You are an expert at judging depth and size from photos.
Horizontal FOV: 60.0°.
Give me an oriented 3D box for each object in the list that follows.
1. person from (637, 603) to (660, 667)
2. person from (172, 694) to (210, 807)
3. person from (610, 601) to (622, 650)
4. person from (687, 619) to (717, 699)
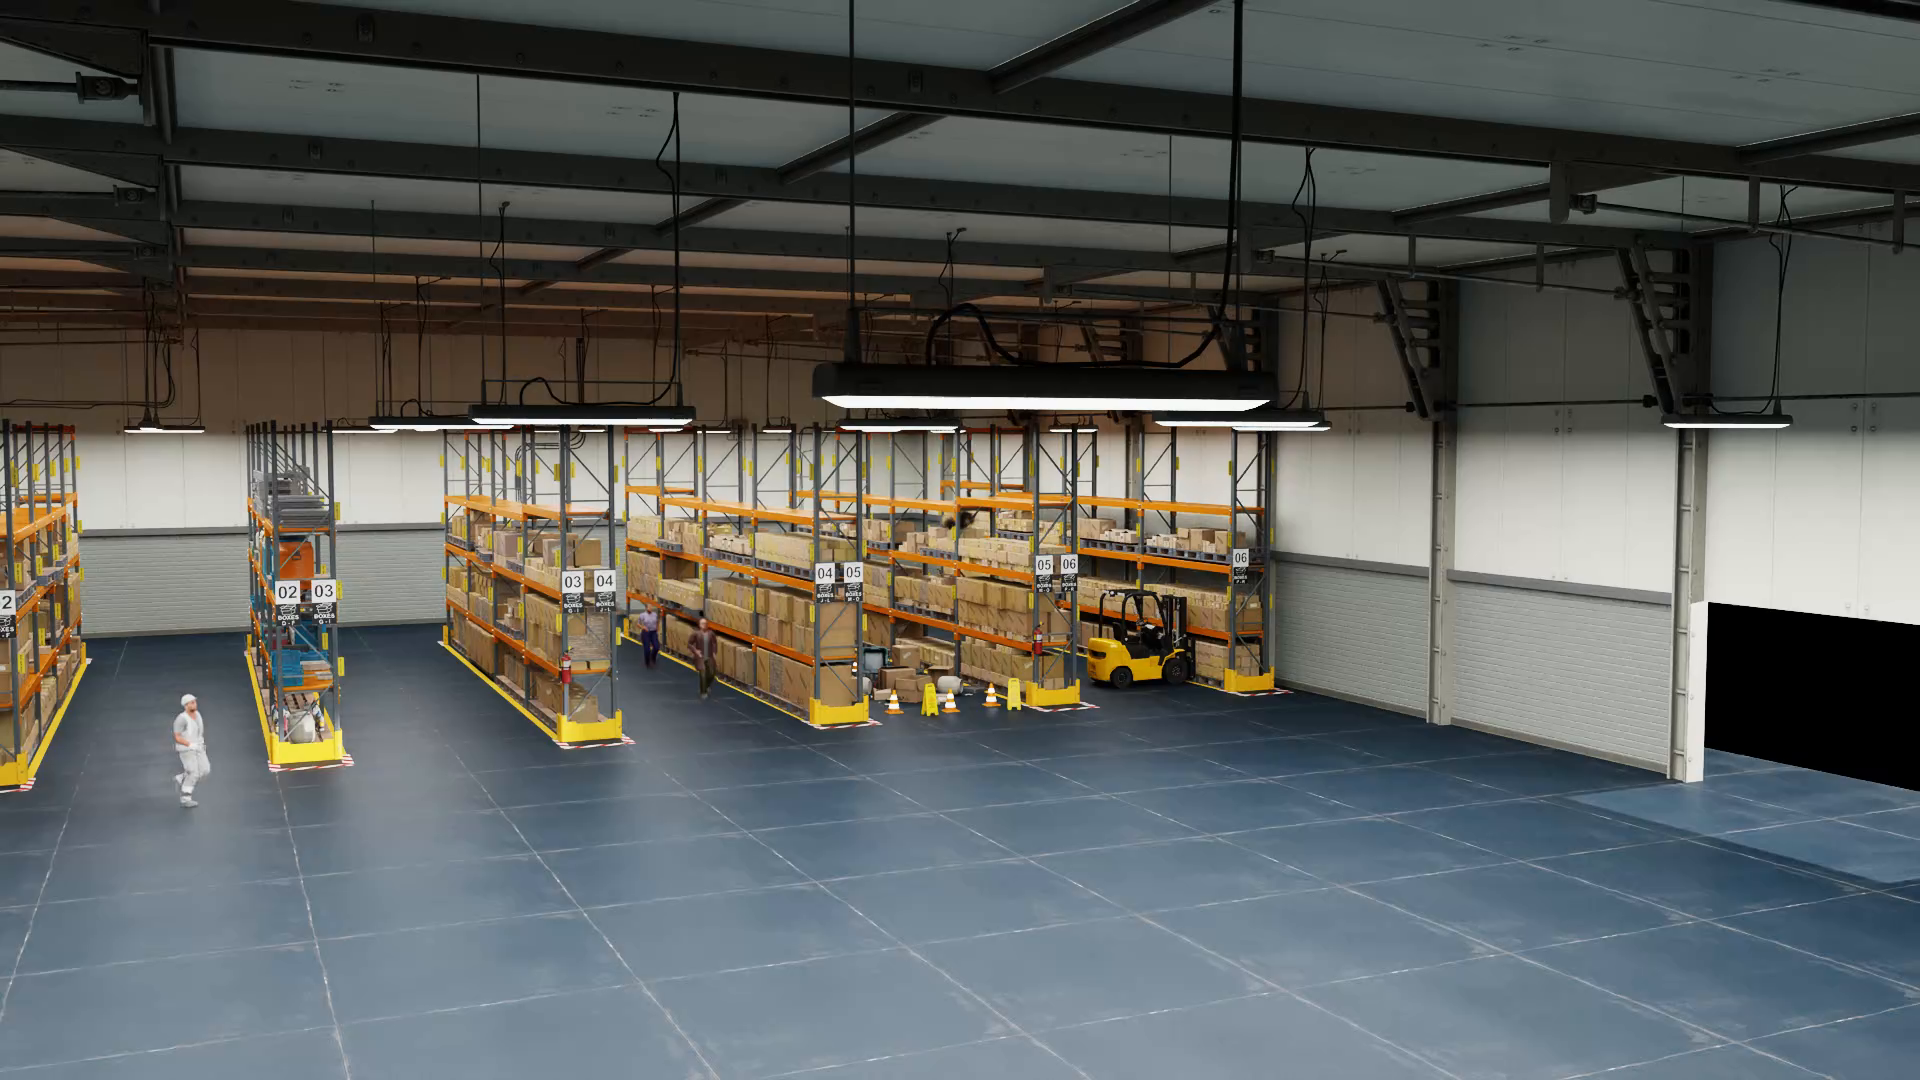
[{"bbox_3d":[-7.657,2.348,41.035,0.603,1.609,0.573,-2,4,-25],"label":"person"},{"bbox_3d":[-11.901,3.248,25.722,0.664,1.746,0.683,1,4,11],"label":"person"},{"bbox_3d":[-9.227,2.182,44.087,0.507,1.620,0.679,-1,4,-22],"label":"person"},{"bbox_3d":[-5.585,2.587,36.227,0.716,1.743,0.630,-2,4,-25],"label":"person"}]
